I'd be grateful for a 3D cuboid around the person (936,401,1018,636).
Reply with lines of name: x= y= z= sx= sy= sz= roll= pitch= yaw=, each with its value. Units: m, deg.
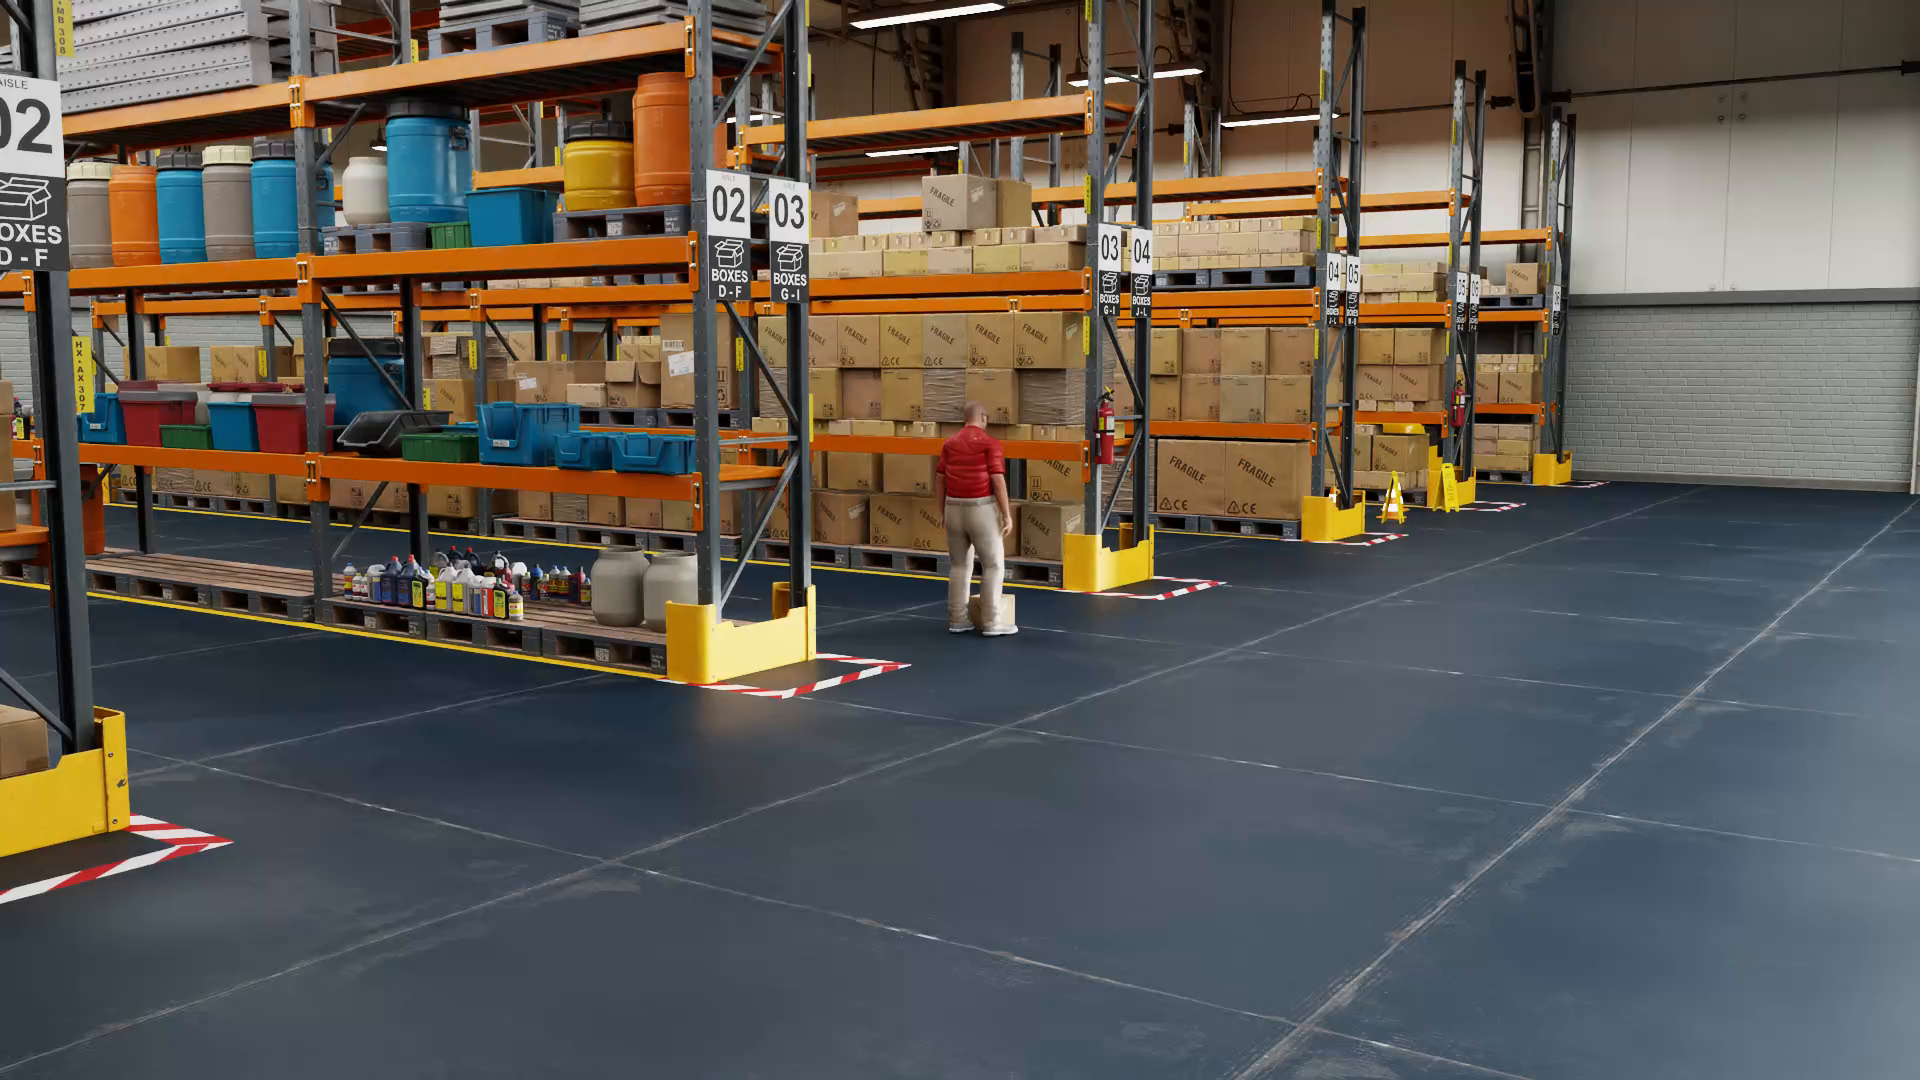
person: x=0.106 y=-0.166 z=12.346 sx=0.601 sy=1.728 sz=0.392 roll=4 pitch=7 yaw=31
